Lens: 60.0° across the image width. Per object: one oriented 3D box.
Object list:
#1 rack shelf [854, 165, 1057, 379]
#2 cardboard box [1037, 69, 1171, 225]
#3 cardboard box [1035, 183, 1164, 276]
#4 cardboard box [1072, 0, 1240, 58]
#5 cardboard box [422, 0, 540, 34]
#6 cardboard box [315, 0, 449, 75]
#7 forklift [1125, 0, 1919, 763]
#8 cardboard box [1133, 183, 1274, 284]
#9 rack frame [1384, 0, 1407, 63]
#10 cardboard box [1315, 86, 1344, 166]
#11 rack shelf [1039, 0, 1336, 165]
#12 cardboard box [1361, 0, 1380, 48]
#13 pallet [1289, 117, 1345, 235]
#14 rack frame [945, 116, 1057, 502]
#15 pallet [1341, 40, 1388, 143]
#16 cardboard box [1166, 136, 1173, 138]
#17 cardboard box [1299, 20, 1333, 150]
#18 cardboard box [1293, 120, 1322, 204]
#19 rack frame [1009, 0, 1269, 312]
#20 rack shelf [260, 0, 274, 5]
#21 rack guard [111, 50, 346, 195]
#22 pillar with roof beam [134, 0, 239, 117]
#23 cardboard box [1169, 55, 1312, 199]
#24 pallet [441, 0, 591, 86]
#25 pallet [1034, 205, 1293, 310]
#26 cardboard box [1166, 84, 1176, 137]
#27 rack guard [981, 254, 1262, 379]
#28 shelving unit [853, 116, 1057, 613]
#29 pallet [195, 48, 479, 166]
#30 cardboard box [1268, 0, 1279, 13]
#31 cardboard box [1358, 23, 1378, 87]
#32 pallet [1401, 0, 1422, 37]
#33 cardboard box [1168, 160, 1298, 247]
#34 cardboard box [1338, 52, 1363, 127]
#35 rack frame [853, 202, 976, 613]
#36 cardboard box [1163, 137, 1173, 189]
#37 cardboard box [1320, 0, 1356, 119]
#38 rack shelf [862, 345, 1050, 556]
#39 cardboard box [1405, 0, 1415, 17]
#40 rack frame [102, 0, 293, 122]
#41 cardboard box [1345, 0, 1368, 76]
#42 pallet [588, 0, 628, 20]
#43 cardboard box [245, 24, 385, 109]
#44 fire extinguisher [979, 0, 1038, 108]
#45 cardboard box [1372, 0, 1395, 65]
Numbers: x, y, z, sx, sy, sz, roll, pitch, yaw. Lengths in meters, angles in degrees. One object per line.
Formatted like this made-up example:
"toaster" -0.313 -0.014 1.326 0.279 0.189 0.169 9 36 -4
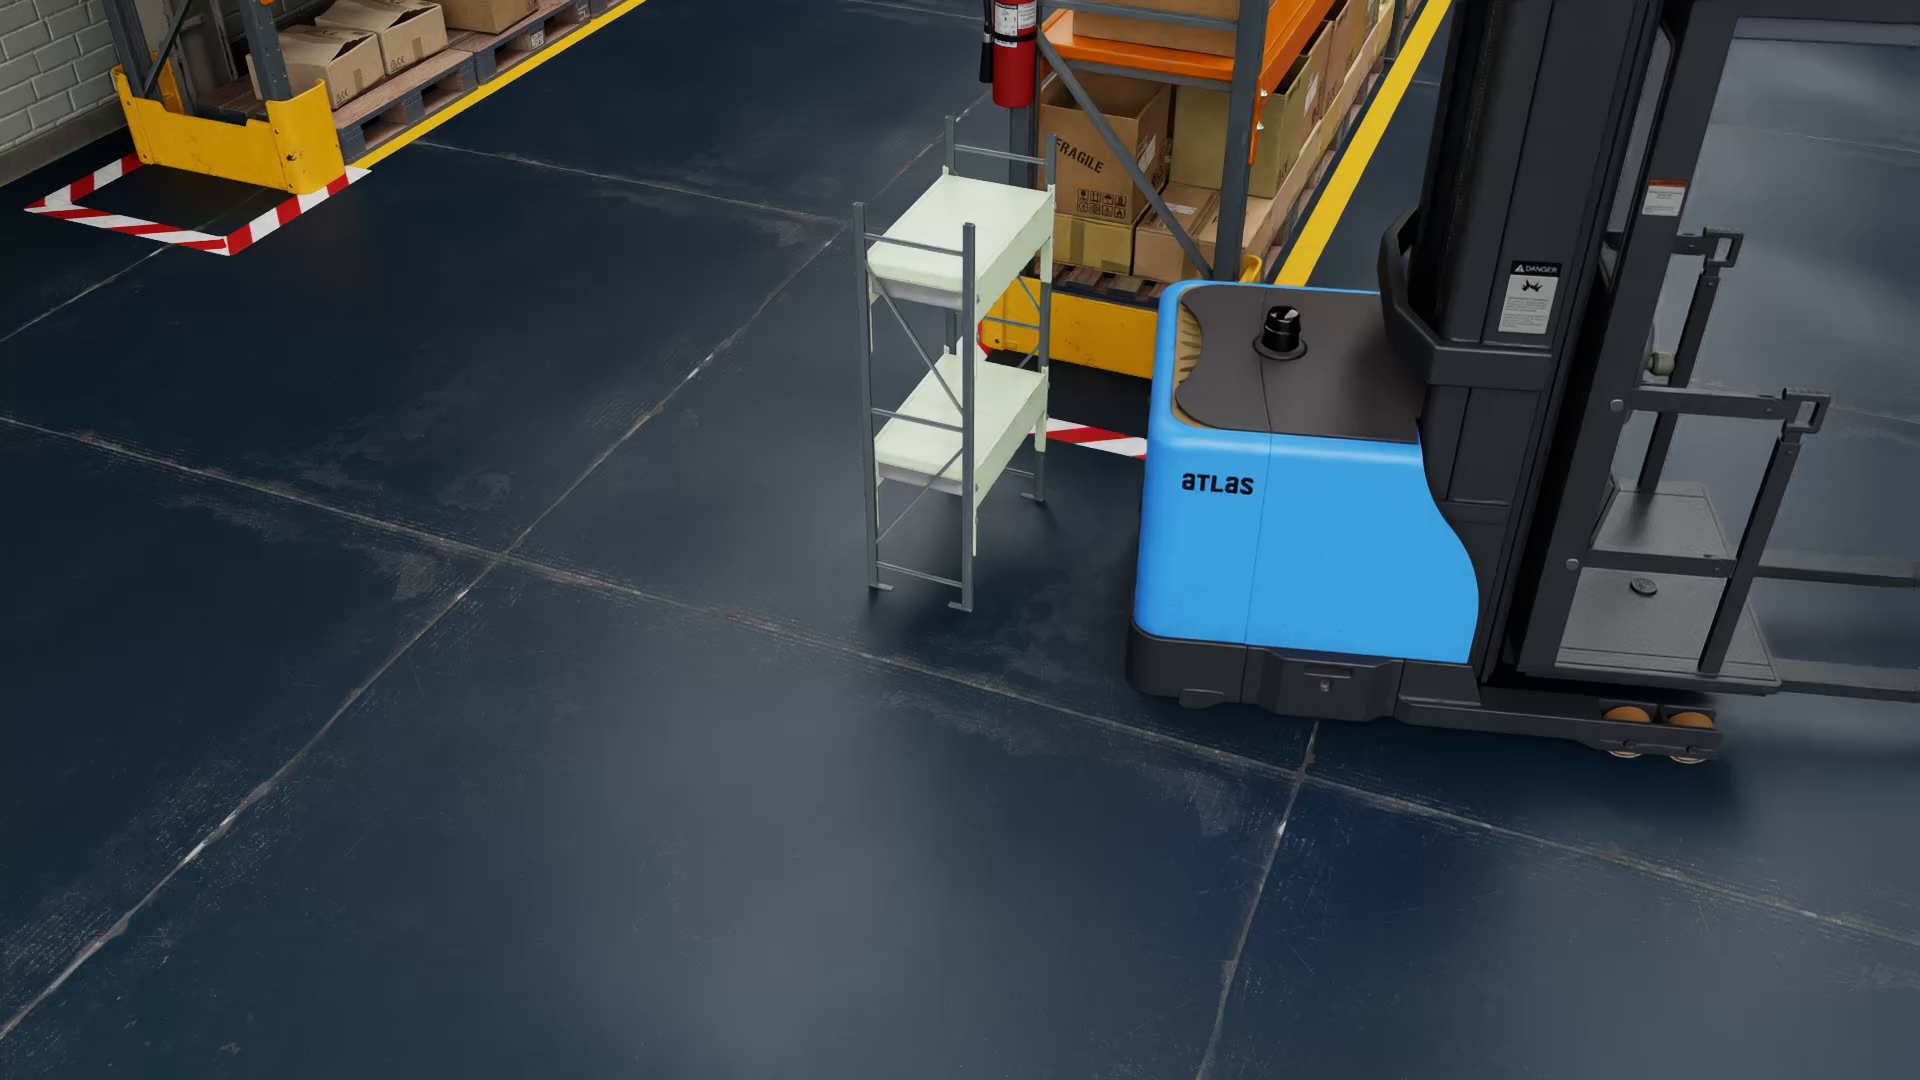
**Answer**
"rack shelf" -0.003 -0.910 5.562 0.431 0.370 0.720 14 39 18
"cardboard box" 0.619 -1.779 7.444 0.500 0.500 0.500 14 39 18
"cardboard box" 0.621 -1.478 7.668 0.500 0.250 0.500 14 39 18
"cardboard box" 0.880 -2.342 6.795 0.700 0.500 0.500 14 39 18
"cardboard box" -3.003 -3.421 10.042 0.700 0.500 0.500 11 38 15
"cardboard box" -3.329 -2.951 9.571 0.500 0.311 0.500 17 40 21
"forklift" 2.108 -0.803 4.877 3.031 2.935 1.130 5 37 6
"cardboard box" 1.100 -1.360 7.510 0.500 0.250 0.500 14 39 18
"rack frame" 2.212 -4.261 9.446 1.000 3.000 0.127 14 39 18
"cardboard box" 1.673 -2.190 8.620 0.500 0.250 0.500 14 39 18
"rack shelf" 1.451 -2.866 8.180 1.077 0.370 4.000 14 39 18
"cardboard box" 2.037 -3.048 9.142 0.500 0.500 0.500 14 39 18
"pallet" 1.408 -2.036 8.798 1.003 0.211 1.213 14 39 18
"rack frame" 0.137 -0.800 6.067 0.400 1.500 0.023 14 39 18
"pallet" 1.871 -2.714 9.704 1.003 0.211 1.213 14 39 18
"cardboard box" 0.989 -2.035 8.413 0.500 0.250 0.500 14 39 18
"cardboard box" 1.467 -2.217 8.031 0.500 0.500 0.500 14 39 18
"cardboard box" 1.478 -1.914 8.252 0.500 0.250 0.500 14 39 18
"rack frame" 0.691 -2.047 6.483 1.000 3.000 0.127 14 39 18
"rack shelf" -3.131 -3.992 9.687 1.077 0.370 4.000 14 39 18
"rack guard" -3.863 -2.214 8.795 1.175 0.500 0.348 14 39 18
"pillar with roof beam" -0.444 -5.180 5.664 9.100 9.000 0.400 14 39 18
"cardboard box" 1.289 -1.938 7.656 0.500 0.500 0.500 14 39 18
"pallet" -3.056 -3.213 10.373 1.003 0.211 1.213 14 39 18
"pallet" 0.943 -1.363 7.897 1.003 0.211 1.213 14 39 18
"cardboard box" 0.986 -2.336 8.189 0.500 0.500 0.500 14 39 18
"rack guard" 0.681 -1.032 7.214 1.175 0.500 0.348 14 39 18
"shelving unit" -0.003 -0.597 5.796 0.431 1.500 0.755 14 39 18
"pallet" -3.521 -2.540 9.472 1.003 0.211 1.213 14 39 18
"cardboard box" 1.075 -2.634 7.185 0.700 0.500 0.500 15 39 19
"cardboard box" 2.039 -2.747 9.366 0.500 0.250 0.500 14 39 18
"pallet" 2.457 -3.561 10.838 1.003 0.211 1.213 14 39 18
"cardboard box" 1.287 -1.638 7.881 0.500 0.250 0.500 14 39 18
"cardboard box" 1.862 -2.467 8.991 0.500 0.250 0.500 14 39 18
"rack frame" -0.142 -0.394 5.525 0.400 1.500 0.023 14 39 18
"cardboard box" 0.800 -1.757 8.042 0.500 0.250 0.500 14 39 18
"cardboard box" 1.673 -2.490 8.396 0.500 0.500 0.500 14 39 18
"rack shelf" -0.003 -0.336 5.991 0.431 0.370 0.720 14 39 18
"cardboard box" 2.595 -3.495 10.367 0.500 0.250 0.500 13 39 17
"rack frame" -3.892 -3.173 7.990 1.000 3.000 0.127 14 39 18
"cardboard box" 1.850 -2.770 8.770 0.500 0.500 0.500 14 39 18
"pallet" -2.593 -3.891 11.279 1.003 0.211 1.213 14 39 18
"cardboard box" -3.546 -2.635 9.148 0.500 0.311 0.500 10 38 13
"fire extinguisher" 0.216 -2.056 6.560 0.296 0.674 0.183 14 39 18
"cardboard box" 2.238 -3.022 9.733 0.500 0.250 0.500 14 39 18
